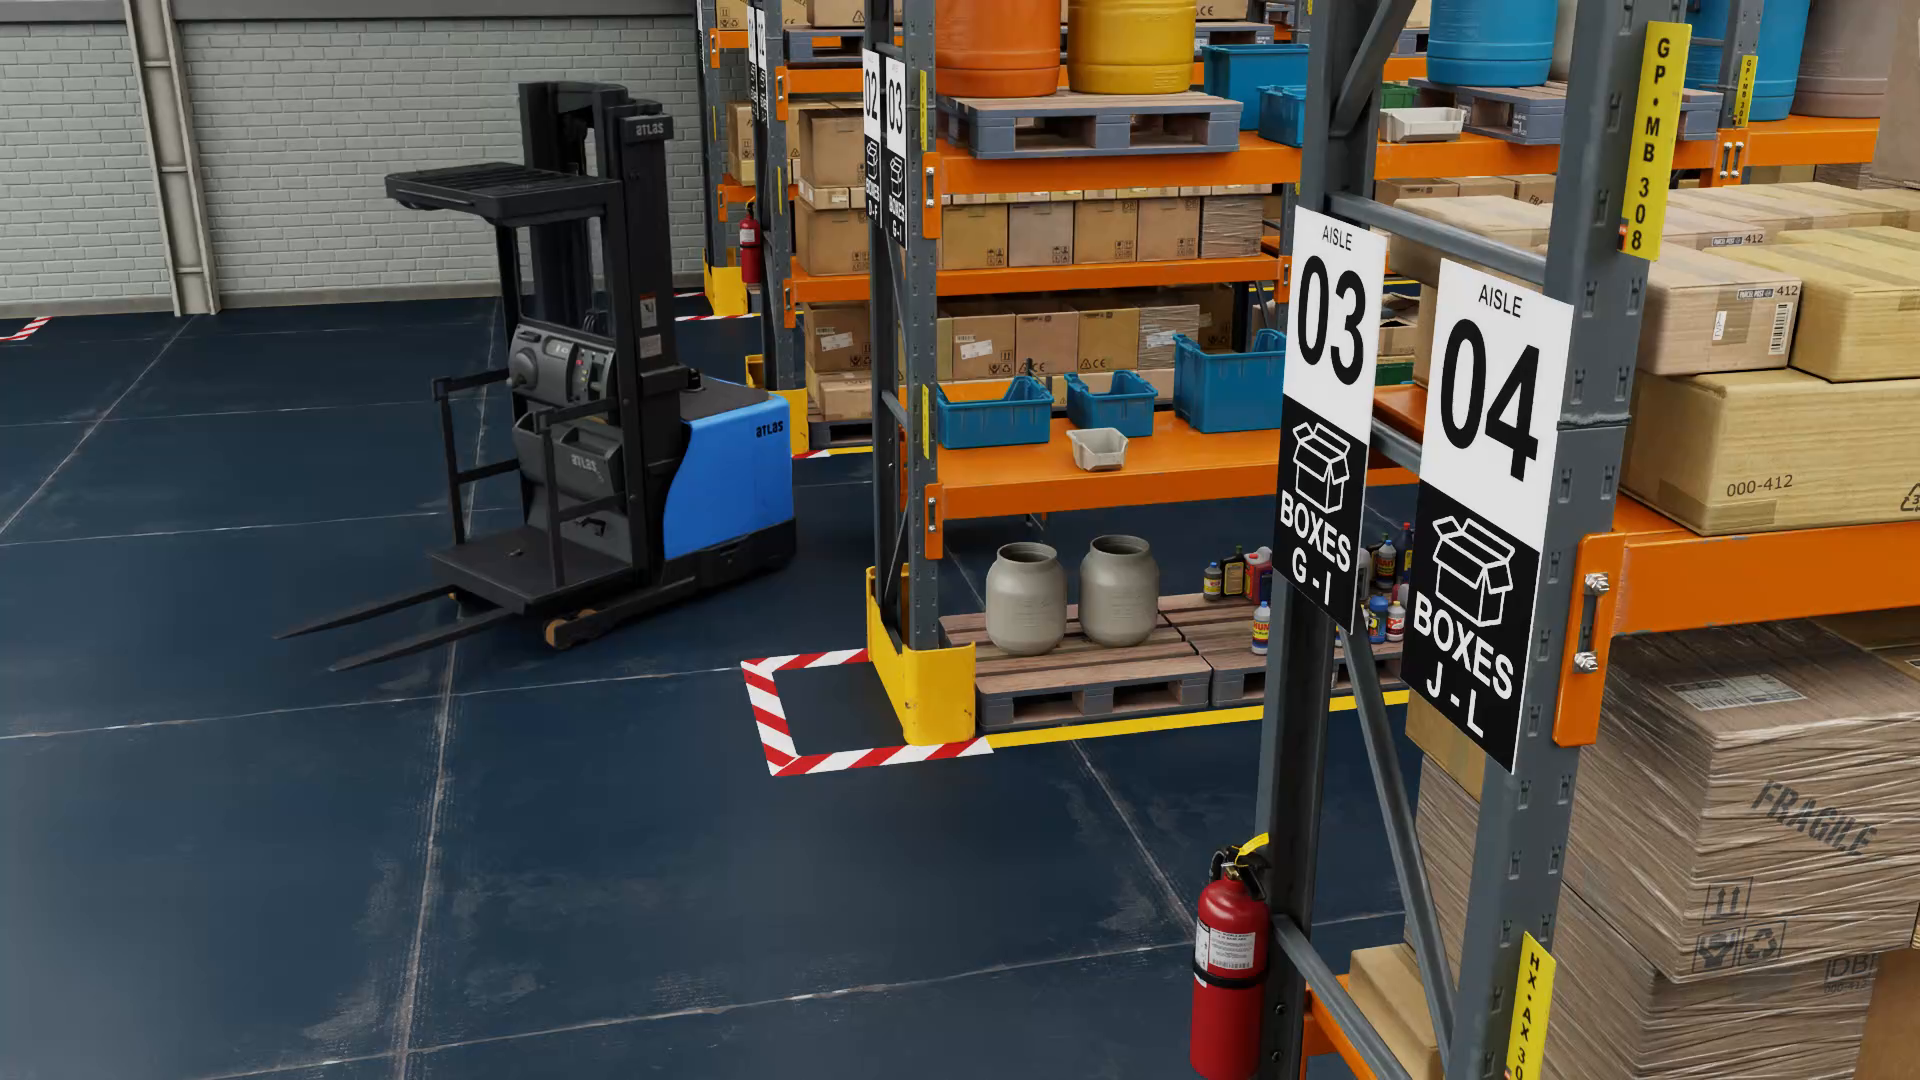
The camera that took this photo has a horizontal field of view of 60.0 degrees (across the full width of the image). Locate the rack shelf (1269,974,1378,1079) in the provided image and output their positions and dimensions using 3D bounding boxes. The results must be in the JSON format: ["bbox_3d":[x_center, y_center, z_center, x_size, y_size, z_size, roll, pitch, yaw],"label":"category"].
[{"bbox_3d":[2.809,1.248,4.092,4.000,0.370,1.077,-5,21,-12],"label":"rack shelf"}]

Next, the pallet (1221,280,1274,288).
[{"bbox_3d":[3.282,-3.072,18.895,1.213,0.211,1.003,-5,21,-12],"label":"pallet"}]

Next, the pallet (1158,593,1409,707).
[{"bbox_3d":[1.762,0.541,9.032,1.213,0.211,1.003,-5,21,-12],"label":"pallet"}]

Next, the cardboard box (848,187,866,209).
[{"bbox_3d":[-0.726,-2.580,12.408,0.250,0.149,0.380,-5,21,-14],"label":"cardboard box"}]

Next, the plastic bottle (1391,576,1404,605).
[{"bbox_3d":[2.370,0.327,8.870,0.133,0.283,0.061,-5,21,-12],"label":"plastic bottle"}]

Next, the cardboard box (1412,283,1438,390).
[{"bbox_3d":[1.273,-0.392,3.382,0.500,0.250,0.500,-4,21,-11],"label":"cardboard box"}]

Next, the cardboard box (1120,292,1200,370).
[{"bbox_3d":[1.589,-1.677,13.328,0.500,0.500,0.500,-5,21,-12],"label":"cardboard box"}]

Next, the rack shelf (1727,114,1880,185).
[{"bbox_3d":[5.562,-2.135,8.966,4.000,0.370,1.077,-5,21,-12],"label":"rack shelf"}]

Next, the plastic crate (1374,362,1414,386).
[{"bbox_3d":[2.229,-0.793,8.927,0.662,0.188,0.450,-5,21,-12],"label":"plastic crate"}]

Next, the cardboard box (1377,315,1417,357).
[{"bbox_3d":[3.427,-1.721,13.723,0.500,0.311,0.500,-5,21,-13],"label":"cardboard box"}]

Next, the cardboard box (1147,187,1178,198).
[{"bbox_3d":[1.513,-2.761,12.902,0.250,0.149,0.380,-5,21,-13],"label":"cardboard box"}]

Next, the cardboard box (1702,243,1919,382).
[{"bbox_3d":[1.458,-0.389,2.793,0.250,0.149,0.380,-4,21,-11],"label":"cardboard box"}]

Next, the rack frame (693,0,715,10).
[{"bbox_3d":[-2.557,-6.722,16.083,0.127,3.000,1.000,-5,21,-12],"label":"rack frame"}]

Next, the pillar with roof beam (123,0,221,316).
[{"bbox_3d":[-6.923,-5.151,11.794,0.400,9.000,9.100,-5,21,-12],"label":"pillar with roof beam"}]

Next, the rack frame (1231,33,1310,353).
[{"bbox_3d":[2.479,-2.564,13.453,0.127,3.000,1.000,-5,21,-12],"label":"rack frame"}]

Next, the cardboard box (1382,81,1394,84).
[{"bbox_3d":[4.590,-5.029,18.454,0.250,0.149,0.380,-8,22,-22],"label":"cardboard box"}]

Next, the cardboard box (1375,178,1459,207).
[{"bbox_3d":[3.743,-2.708,13.701,0.500,0.500,0.500,-3,20,-9],"label":"cardboard box"}]

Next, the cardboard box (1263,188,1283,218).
[{"bbox_3d":[3.471,-3.783,18.684,0.500,0.250,0.500,-5,21,-13],"label":"cardboard box"}]

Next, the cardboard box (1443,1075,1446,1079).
[{"bbox_3d":[1.194,1.244,3.423,0.250,0.149,0.380,-5,21,-12],"label":"cardboard box"}]

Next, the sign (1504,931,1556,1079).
[{"bbox_3d":[0.987,0.844,2.891,0.005,0.325,0.100,-5,21,-12],"label":"sign"}]

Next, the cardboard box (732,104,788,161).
[{"bbox_3d":[-2.023,-4.134,16.837,0.500,0.500,0.500,-5,21,-12],"label":"cardboard box"}]

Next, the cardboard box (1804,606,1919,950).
[{"bbox_3d":[1.948,0.423,3.267,0.500,0.500,0.500,-5,21,-12],"label":"cardboard box"}]

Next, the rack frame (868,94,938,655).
[{"bbox_3d":[-0.277,-0.589,8.062,0.127,3.000,1.000,-5,21,-12],"label":"rack frame"}]

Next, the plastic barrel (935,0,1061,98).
[{"bbox_3d":[0.166,-2.477,7.621,0.708,0.830,0.600,-5,21,-12],"label":"plastic barrel"}]

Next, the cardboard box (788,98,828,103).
[{"bbox_3d":[-1.655,-4.341,17.404,0.500,0.500,0.500,-4,21,-12],"label":"cardboard box"}]

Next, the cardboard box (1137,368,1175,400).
[{"bbox_3d":[1.589,-1.324,13.455,0.500,0.250,0.500,-5,21,-12],"label":"cardboard box"}]

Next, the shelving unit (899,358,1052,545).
[{"bbox_3d":[0.007,-0.529,10.623,1.048,1.125,0.538,-5,21,-12],"label":"shelving unit"}]

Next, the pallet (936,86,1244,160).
[{"bbox_3d":[0.550,-1.942,7.668,1.213,0.211,1.003,-5,21,-12],"label":"pallet"}]

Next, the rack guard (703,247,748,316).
[{"bbox_3d":[-2.483,-2.738,17.561,0.348,0.500,1.175,-5,21,-12],"label":"rack guard"}]

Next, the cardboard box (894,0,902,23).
[{"bbox_3d":[-0.354,-4.028,12.492,0.500,0.250,0.500,-5,21,-12],"label":"cardboard box"}]

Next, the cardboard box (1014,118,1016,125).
[{"bbox_3d":[0.096,-3.024,12.678,0.500,0.500,0.700,-5,21,-12],"label":"cardboard box"}]

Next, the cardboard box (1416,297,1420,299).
[{"bbox_3d":[4.288,-1.982,14.436,0.500,0.311,0.500,-5,21,-13],"label":"cardboard box"}]

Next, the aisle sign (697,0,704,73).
[{"bbox_3d":[-2.558,-5.020,16.378,0.004,0.787,0.394,-5,21,-12],"label":"aisle sign"}]

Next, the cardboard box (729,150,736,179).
[{"bbox_3d":[-2.147,-3.946,17.415,0.500,0.250,0.500,-4,21,-12],"label":"cardboard box"}]

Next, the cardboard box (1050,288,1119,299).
[{"bbox_3d":[0.983,-1.811,13.695,0.500,0.500,0.500,-5,21,-12],"label":"cardboard box"}]

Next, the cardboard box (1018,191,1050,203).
[{"bbox_3d":[0.514,-2.679,12.680,0.250,0.149,0.380,-4,21,-12],"label":"cardboard box"}]

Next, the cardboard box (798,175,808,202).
[{"bbox_3d":[-1.086,-2.693,12.717,0.250,0.149,0.380,-5,21,-13],"label":"cardboard box"}]

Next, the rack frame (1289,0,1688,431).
[{"bbox_3d":[0.862,-1.748,2.504,0.127,3.000,1.000,-5,21,-12],"label":"rack frame"}]

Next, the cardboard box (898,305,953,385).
[{"bbox_3d":[-0.354,-1.514,12.883,0.500,0.500,0.500,-5,21,-12],"label":"cardboard box"}]

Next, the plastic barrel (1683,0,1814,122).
[{"bbox_3d":[4.060,-2.662,8.632,0.708,0.901,0.600,-5,21,-12],"label":"plastic barrel"}]

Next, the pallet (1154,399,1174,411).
[{"bbox_3d":[1.695,-1.206,13.799,1.213,0.211,1.003,-5,21,-12],"label":"pallet"}]

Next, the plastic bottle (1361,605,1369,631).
[{"bbox_3d":[2.086,0.436,8.692,0.097,0.201,0.097,0,20,0],"label":"plastic bottle"}]

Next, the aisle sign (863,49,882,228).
[{"bbox_3d":[-0.416,-1.904,7.871,0.004,0.787,0.394,-5,21,-12],"label":"aisle sign"}]

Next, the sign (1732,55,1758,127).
[{"bbox_3d":[3.731,-2.133,7.904,0.005,0.325,0.100,-5,21,-12],"label":"sign"}]

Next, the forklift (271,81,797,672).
[{"bbox_3d":[-2.379,-0.970,9.201,1.130,2.935,3.031,17,26,39],"label":"forklift"}]

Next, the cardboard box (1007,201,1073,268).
[{"bbox_3d":[0.550,-2.451,12.998,0.500,0.500,0.700,-4,21,-11],"label":"cardboard box"}]

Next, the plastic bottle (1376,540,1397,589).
[{"bbox_3d":[2.416,0.133,9.418,0.097,0.271,0.097,0,20,0],"label":"plastic bottle"}]

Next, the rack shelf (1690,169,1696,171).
[{"bbox_3d":[7.174,-4.359,19.399,4.000,0.370,1.077,-5,21,-12],"label":"rack shelf"}]

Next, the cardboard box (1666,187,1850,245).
[{"bbox_3d":[1.582,-0.623,3.431,0.250,0.149,0.380,-6,21,-15],"label":"cardboard box"}]

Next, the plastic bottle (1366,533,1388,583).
[{"bbox_3d":[2.380,0.102,9.484,0.133,0.283,0.061,-4,20,-10],"label":"plastic bottle"}]

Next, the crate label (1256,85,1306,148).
[{"bbox_3d":[1.620,-1.965,7.674,0.408,0.251,0.502,-5,21,-12],"label":"crate label"}]

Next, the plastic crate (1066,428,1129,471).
[{"bbox_3d":[0.667,-0.428,8.007,0.250,0.136,0.298,-5,21,-12],"label":"plastic crate"}]

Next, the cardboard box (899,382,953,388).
[{"bbox_3d":[-0.355,-1.162,13.014,0.500,0.250,0.500,-5,21,-12],"label":"cardboard box"}]
